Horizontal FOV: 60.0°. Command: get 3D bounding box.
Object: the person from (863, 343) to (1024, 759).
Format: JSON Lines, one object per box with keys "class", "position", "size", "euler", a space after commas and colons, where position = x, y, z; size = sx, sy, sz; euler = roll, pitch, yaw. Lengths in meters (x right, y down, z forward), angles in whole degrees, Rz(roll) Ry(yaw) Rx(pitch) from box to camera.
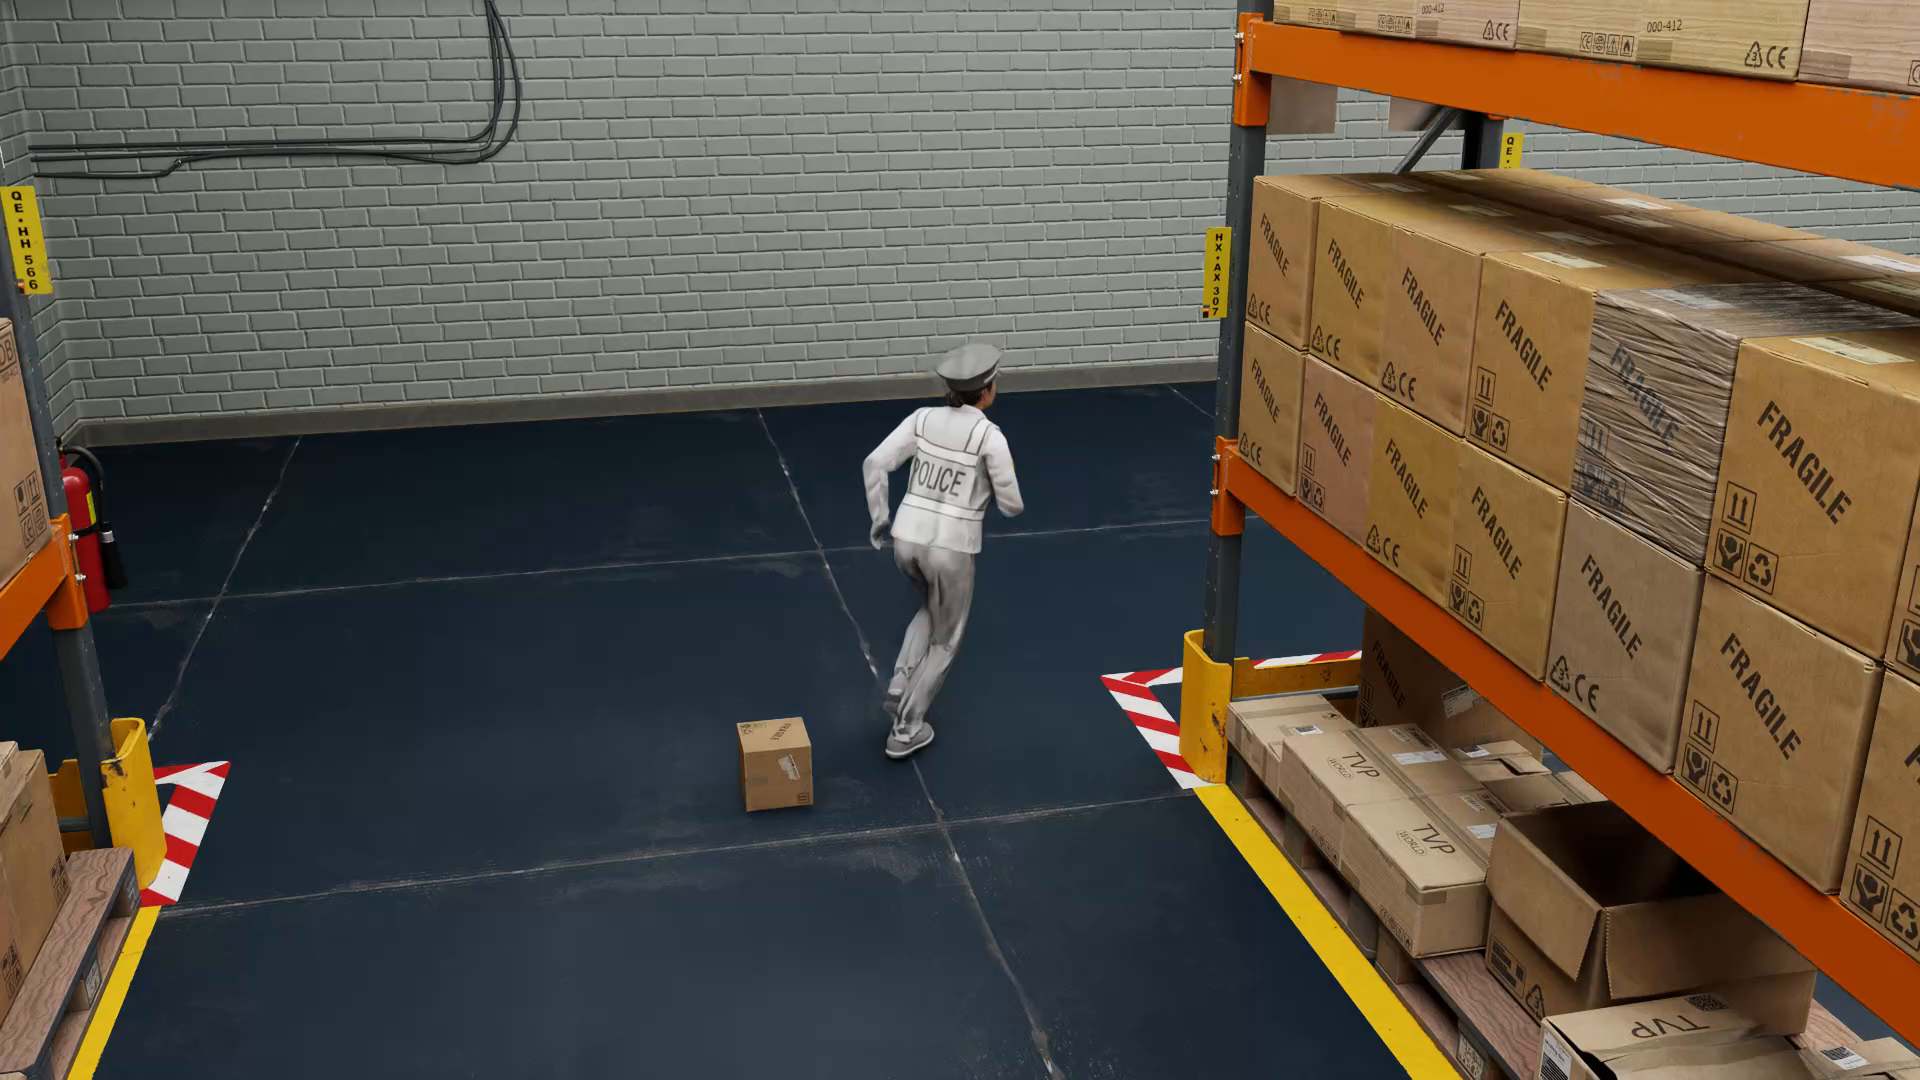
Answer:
{"class": "person", "position": [-0.059, 0.017, 6.623], "size": [0.612, 1.581, 0.789], "euler": [15, 24, 35]}
